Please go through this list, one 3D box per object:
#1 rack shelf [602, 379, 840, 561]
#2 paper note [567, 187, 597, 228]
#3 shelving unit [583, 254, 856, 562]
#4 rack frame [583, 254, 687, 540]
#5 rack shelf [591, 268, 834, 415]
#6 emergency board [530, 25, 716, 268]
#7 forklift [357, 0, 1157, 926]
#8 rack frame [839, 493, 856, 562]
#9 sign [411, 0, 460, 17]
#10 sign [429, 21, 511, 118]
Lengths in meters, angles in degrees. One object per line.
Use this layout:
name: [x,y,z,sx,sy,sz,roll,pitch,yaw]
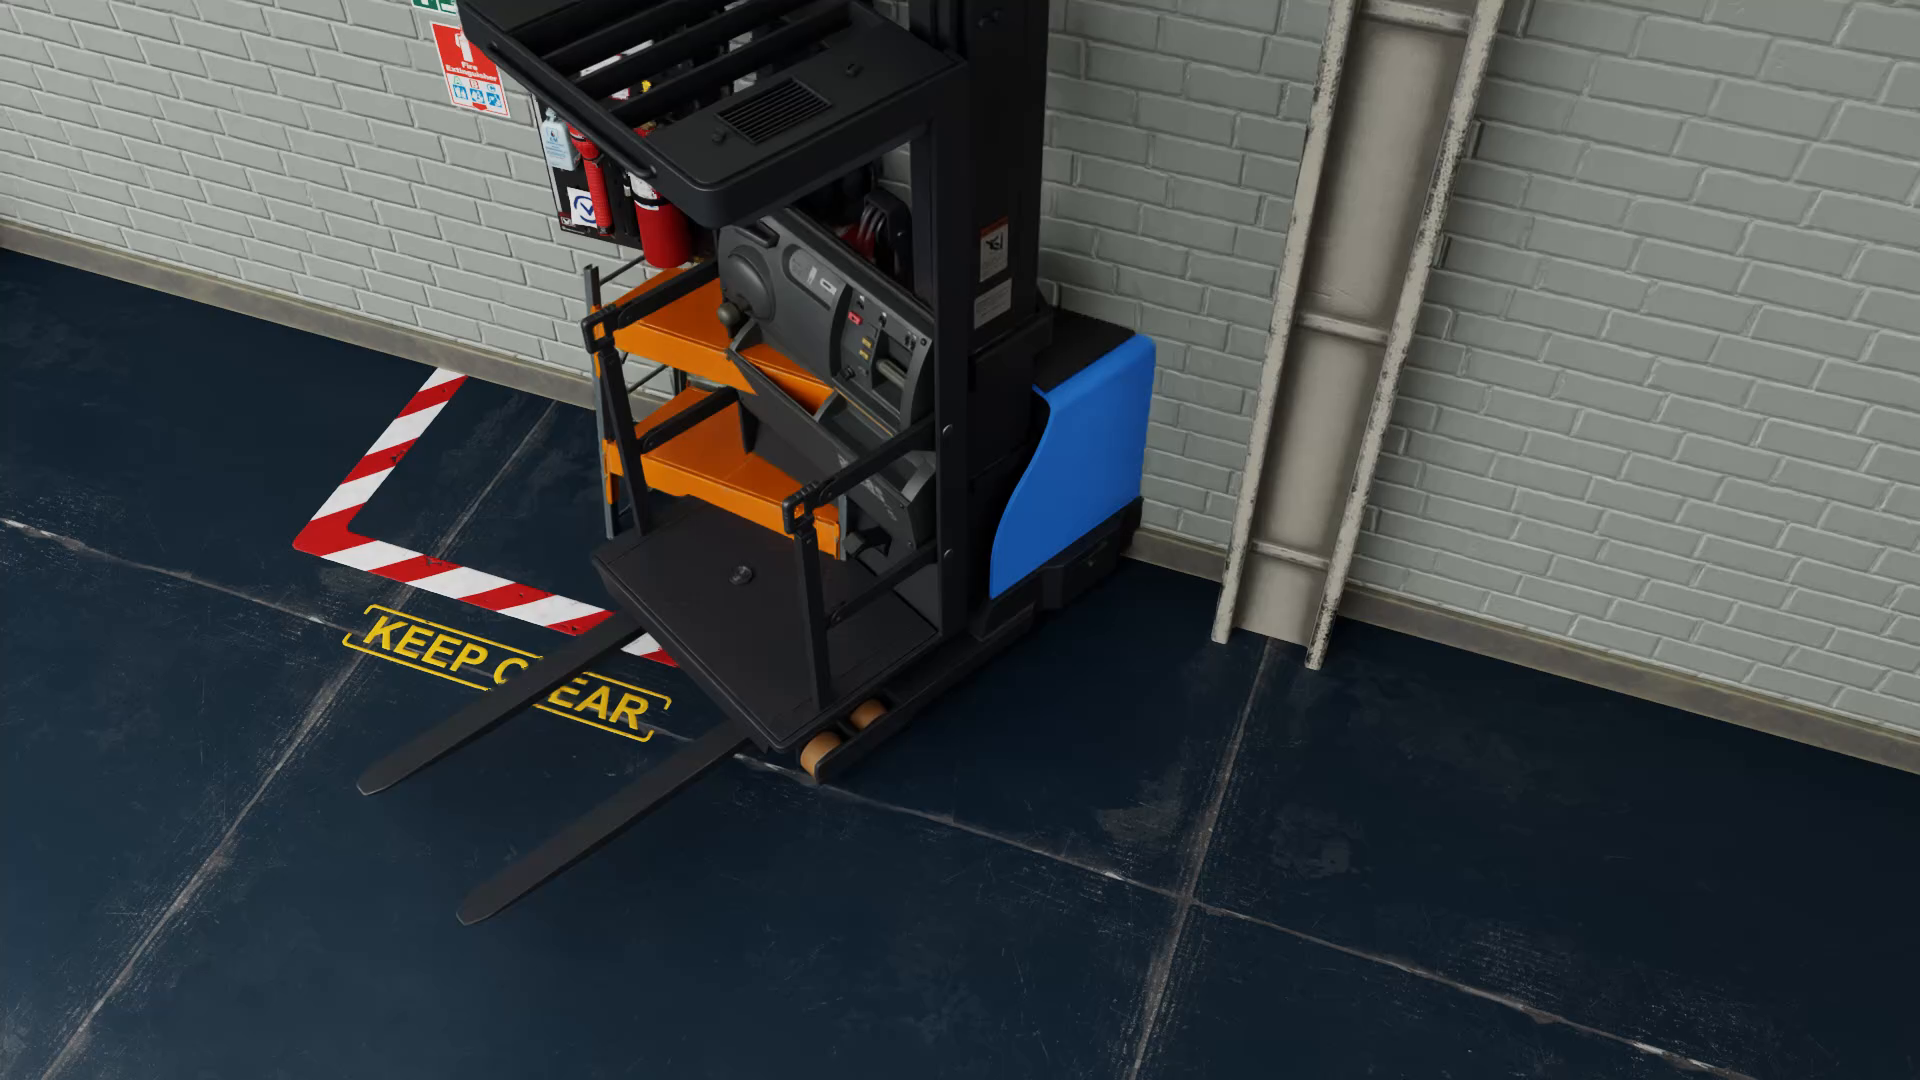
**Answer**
rack shelf: [-0.734,-0.220,6.069,1.000,0.278,0.538,20,39,21]
paper note: [-1.312,-1.164,5.856,0.142,0.148,0.016,16,51,13]
shelving unit: [-0.721,-0.419,5.927,1.048,1.125,0.538,20,39,21]
rack frame: [-1.169,-0.578,6.109,0.032,1.125,0.500,20,39,21]
rack shelf: [-0.706,-0.656,5.756,1.000,0.278,0.538,20,39,21]
emergency board: [-1.170,-1.357,5.441,0.643,1.169,0.194,16,51,13]
forklift: [-0.569,-0.612,4.841,3.031,2.935,1.130,-34,57,-26]
rack frame: [-0.274,-0.259,5.745,0.032,1.125,0.500,20,39,21]
sign: [-1.652,-1.752,5.410,0.331,0.109,0.001,16,51,13]
sign: [-1.653,-1.586,5.616,0.234,0.329,0.001,16,51,13]
